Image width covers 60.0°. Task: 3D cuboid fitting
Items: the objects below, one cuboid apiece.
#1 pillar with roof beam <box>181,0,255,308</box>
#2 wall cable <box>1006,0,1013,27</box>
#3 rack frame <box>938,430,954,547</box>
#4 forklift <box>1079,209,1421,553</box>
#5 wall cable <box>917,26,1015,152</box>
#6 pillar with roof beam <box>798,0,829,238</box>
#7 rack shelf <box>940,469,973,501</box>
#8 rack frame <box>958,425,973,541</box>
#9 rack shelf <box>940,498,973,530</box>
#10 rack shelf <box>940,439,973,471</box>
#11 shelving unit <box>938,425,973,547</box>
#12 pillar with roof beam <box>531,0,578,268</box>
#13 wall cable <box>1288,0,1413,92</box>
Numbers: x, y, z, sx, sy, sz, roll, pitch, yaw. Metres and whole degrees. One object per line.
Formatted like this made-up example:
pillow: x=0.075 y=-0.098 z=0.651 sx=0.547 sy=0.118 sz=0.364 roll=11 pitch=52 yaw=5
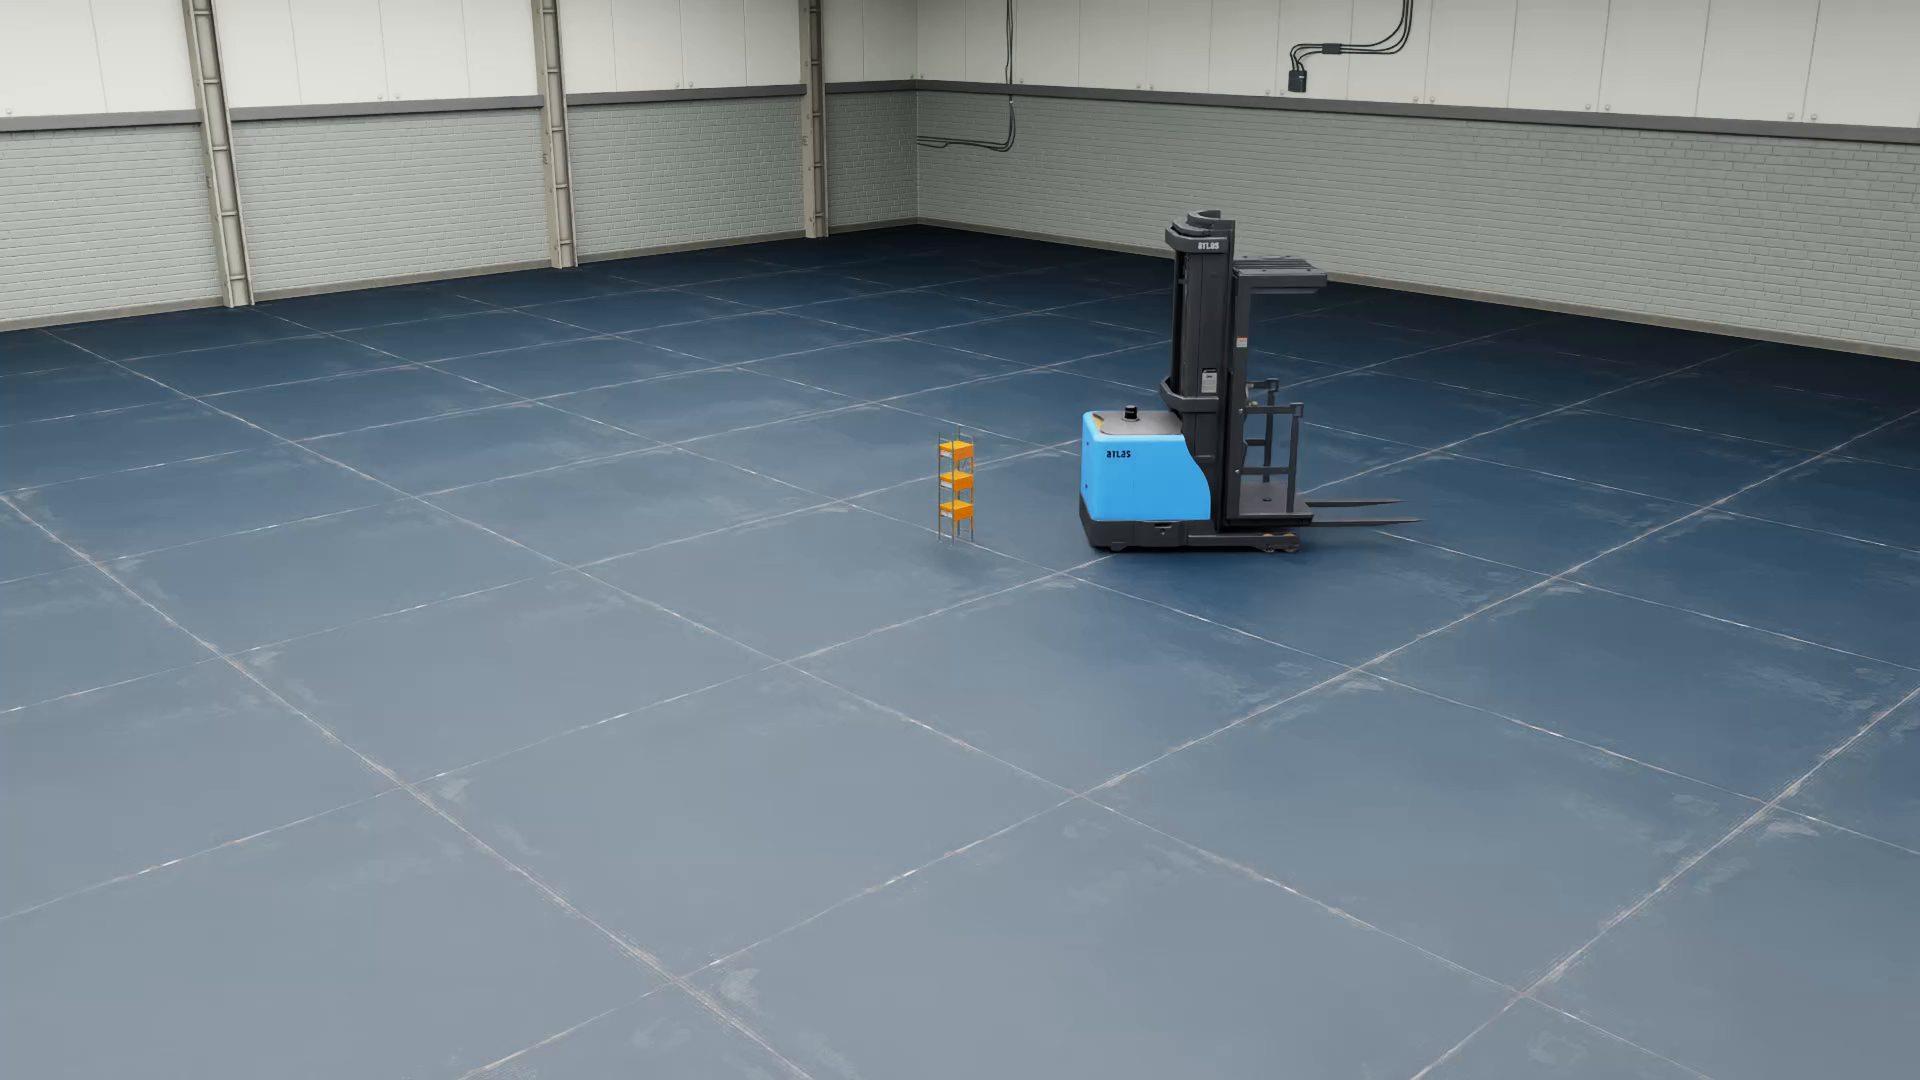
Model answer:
pillar with roof beam: x=-8.766 y=-7.139 z=22.677 sx=0.400 sy=9.000 sz=9.100 roll=-16 pitch=24 yaw=-41
wall cable: x=1.903 y=-11.293 z=32.337 sx=0.112 sy=2.526 sz=3.097 roll=-16 pitch=24 yaw=-41
rack frame: x=-0.128 y=-0.462 z=14.973 sx=0.008 sy=1.050 sz=0.200 roll=-16 pitch=24 yaw=-41
forklift: x=2.659 y=-1.445 z=14.955 sx=3.031 sy=2.935 sz=1.130 roll=-1 pitch=18 yaw=-2
wall cable: x=0.045 y=-9.497 z=34.986 sx=0.112 sy=2.526 sz=3.097 roll=-16 pitch=24 yaw=-41
pillar with roof beam: x=-0.047 y=-9.681 z=30.520 sx=0.400 sy=9.000 sz=9.100 roll=-16 pitch=24 yaw=-41
rack shelf: x=-0.039 y=-0.478 z=15.056 sx=0.240 sy=0.259 sz=0.215 roll=-16 pitch=24 yaw=-41
rack frame: x=0.050 y=-0.514 z=15.133 sx=0.008 sy=1.050 sz=0.200 roll=-16 pitch=24 yaw=-41
rack shelf: x=-0.039 y=-0.214 z=15.142 sx=0.240 sy=0.259 sz=0.215 roll=-16 pitch=24 yaw=-41
rack shelf: x=-0.039 y=-0.748 z=14.969 sx=0.240 sy=0.259 sz=0.215 roll=-16 pitch=24 yaw=-41
shelving unit: x=-0.039 y=-0.488 z=15.053 sx=0.252 sy=1.050 sz=0.215 roll=-16 pitch=24 yaw=-41
pillar with roof beam: x=-4.407 y=-8.410 z=26.599 sx=0.400 sy=9.000 sz=9.100 roll=-16 pitch=24 yaw=-41
wall cable: x=6.555 y=-10.461 z=27.410 sx=0.169 sy=6.003 sz=2.305 roll=-16 pitch=24 yaw=-41
